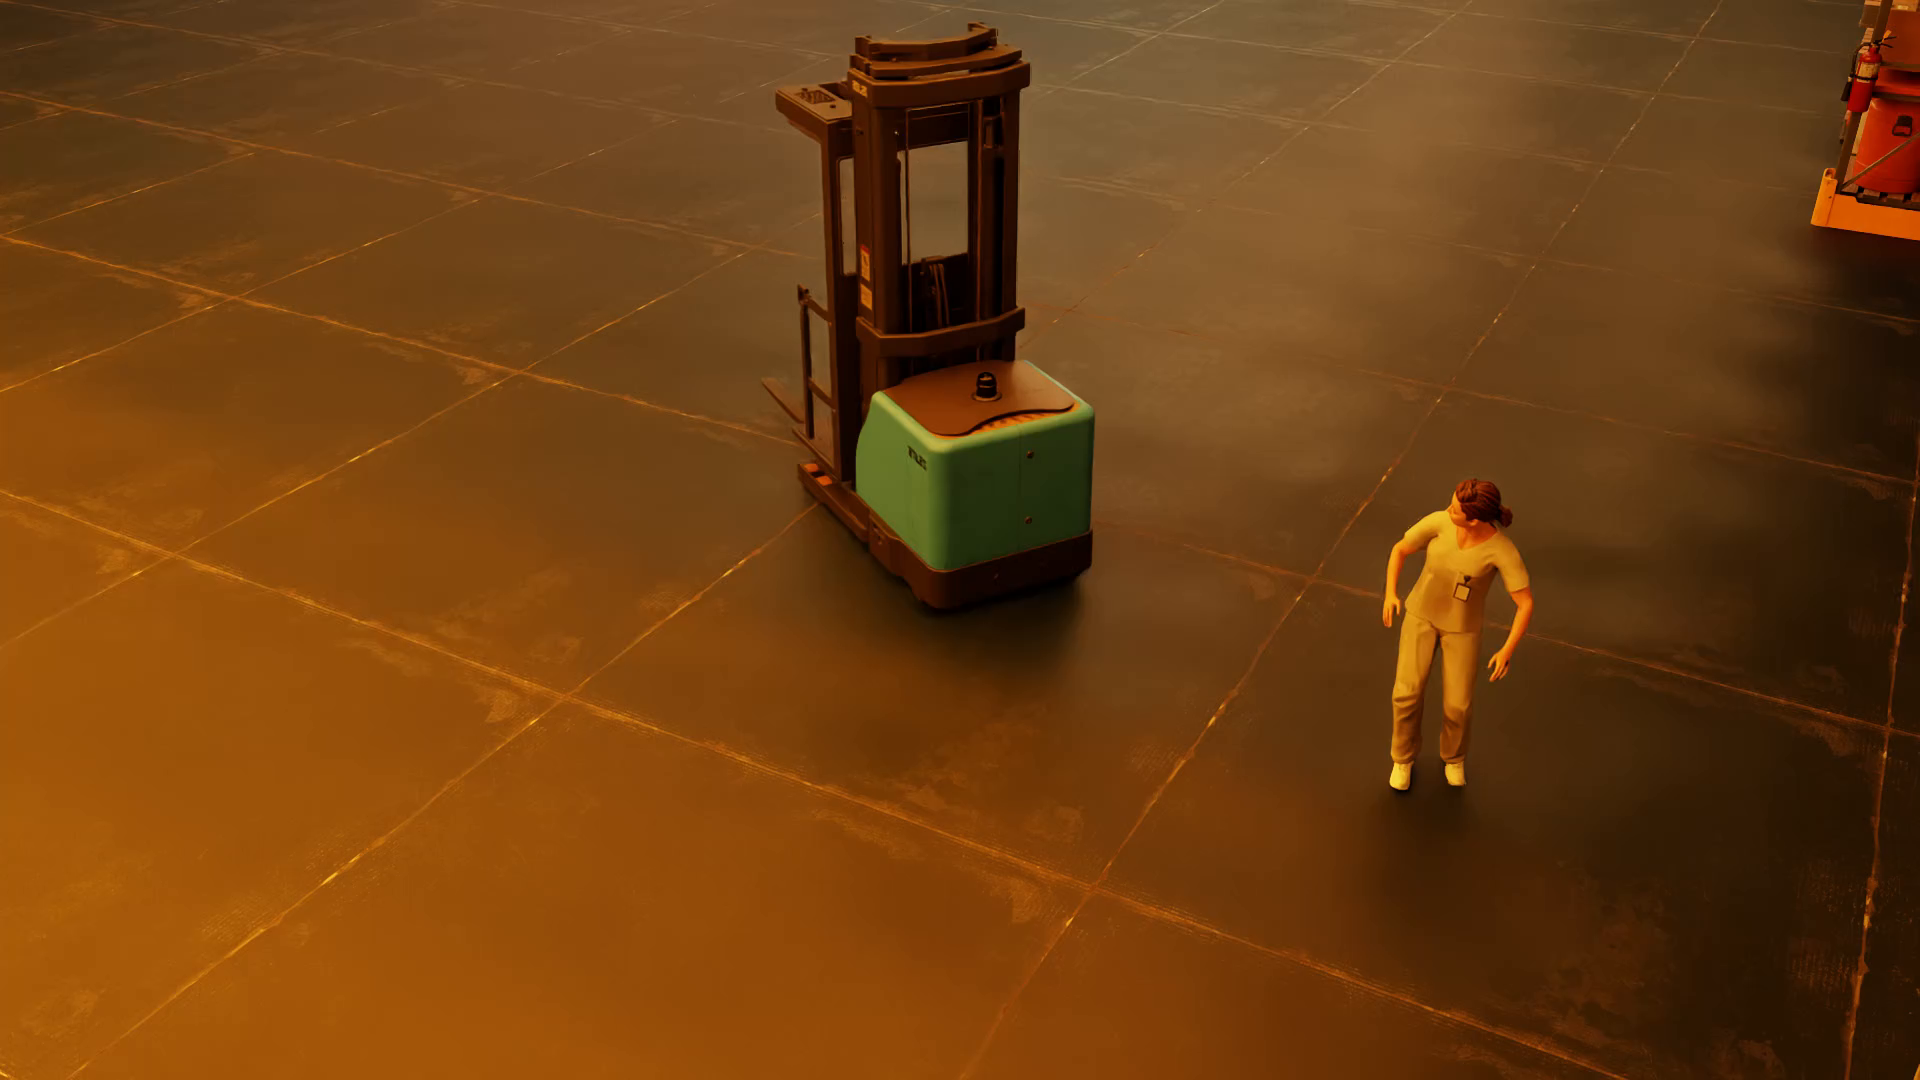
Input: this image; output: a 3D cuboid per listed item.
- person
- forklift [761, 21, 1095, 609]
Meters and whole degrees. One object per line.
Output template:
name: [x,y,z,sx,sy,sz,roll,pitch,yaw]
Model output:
person: [2.254,0.439,7.661,0.671,1.618,0.505,15,33,25]
forklift: [-0.375,-1.599,9.841,1.130,2.935,3.031,-15,33,-24]
